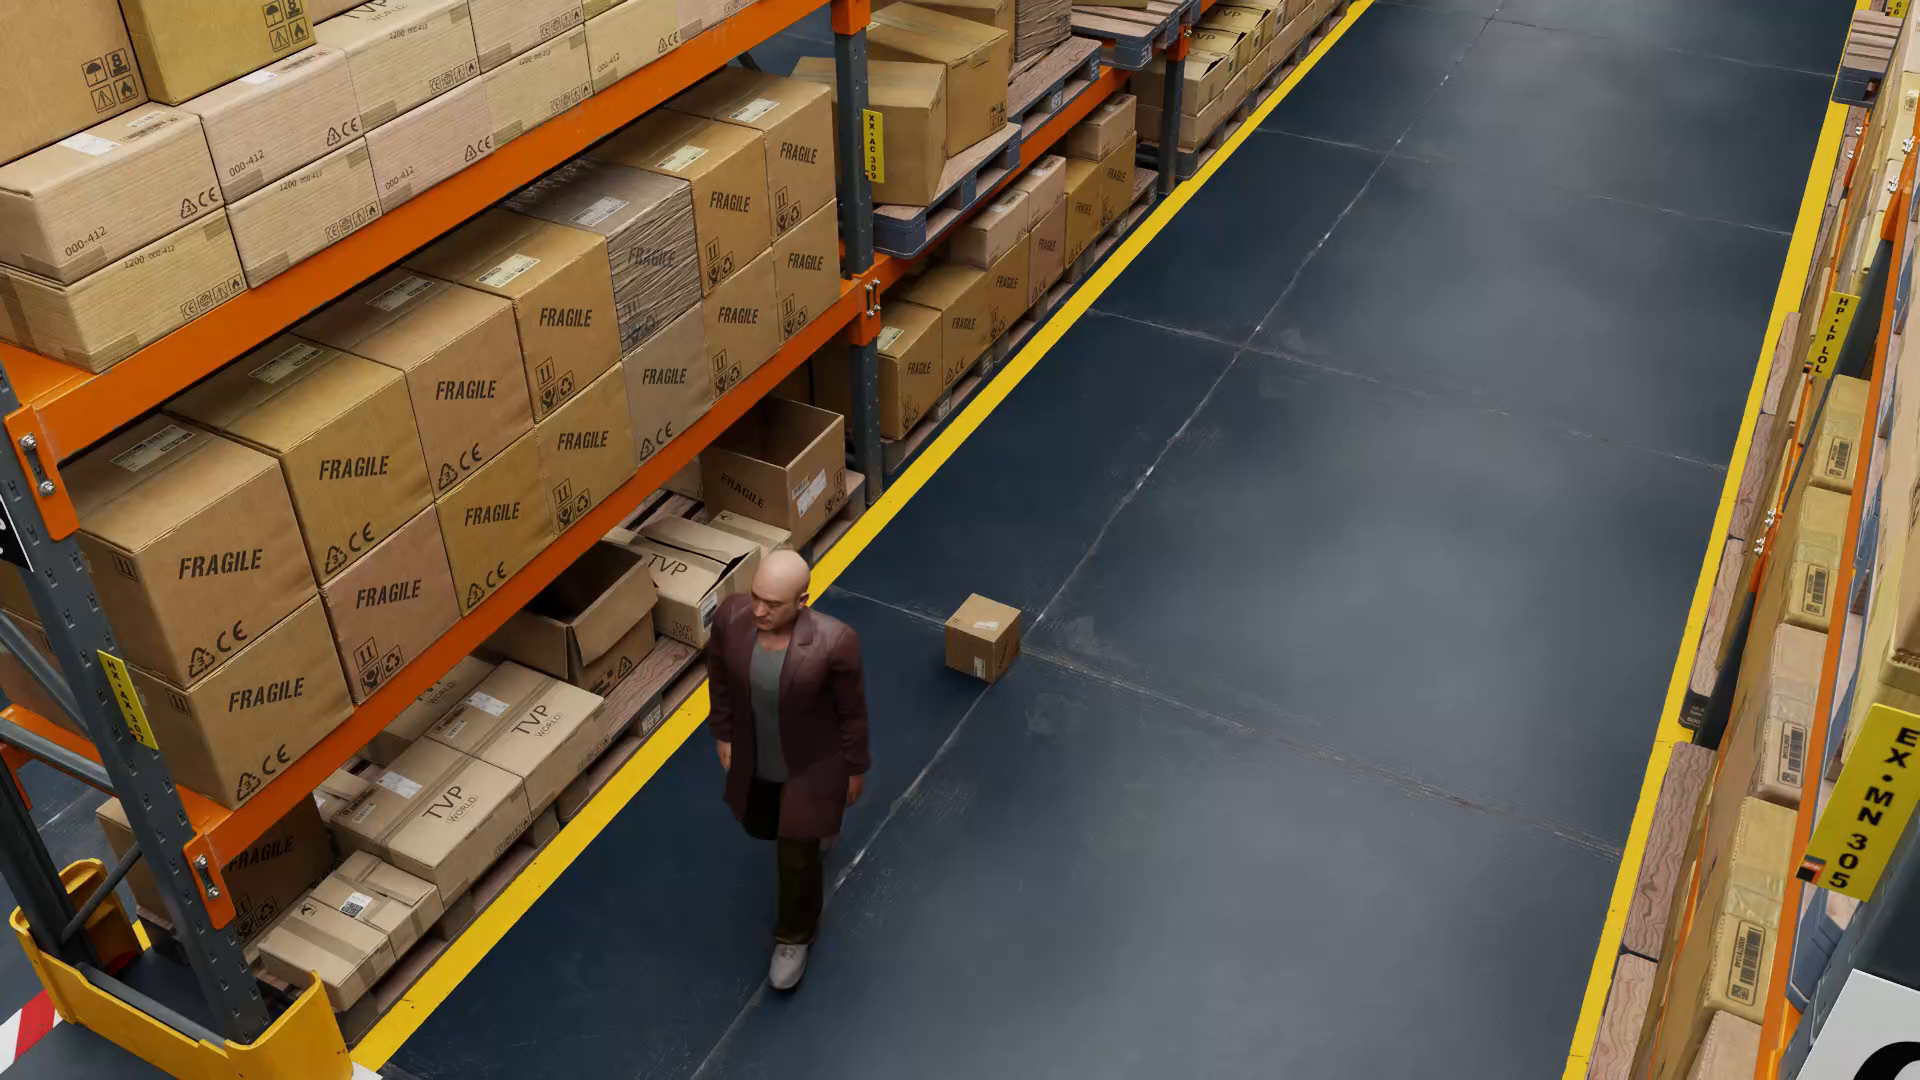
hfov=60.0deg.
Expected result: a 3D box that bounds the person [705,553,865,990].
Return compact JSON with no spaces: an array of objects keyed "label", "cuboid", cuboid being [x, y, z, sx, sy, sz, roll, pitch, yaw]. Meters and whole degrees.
[{"label":"person","cuboid":[-0.587,0.709,5.806,0.594,1.757,0.808,14,40,18]}]
